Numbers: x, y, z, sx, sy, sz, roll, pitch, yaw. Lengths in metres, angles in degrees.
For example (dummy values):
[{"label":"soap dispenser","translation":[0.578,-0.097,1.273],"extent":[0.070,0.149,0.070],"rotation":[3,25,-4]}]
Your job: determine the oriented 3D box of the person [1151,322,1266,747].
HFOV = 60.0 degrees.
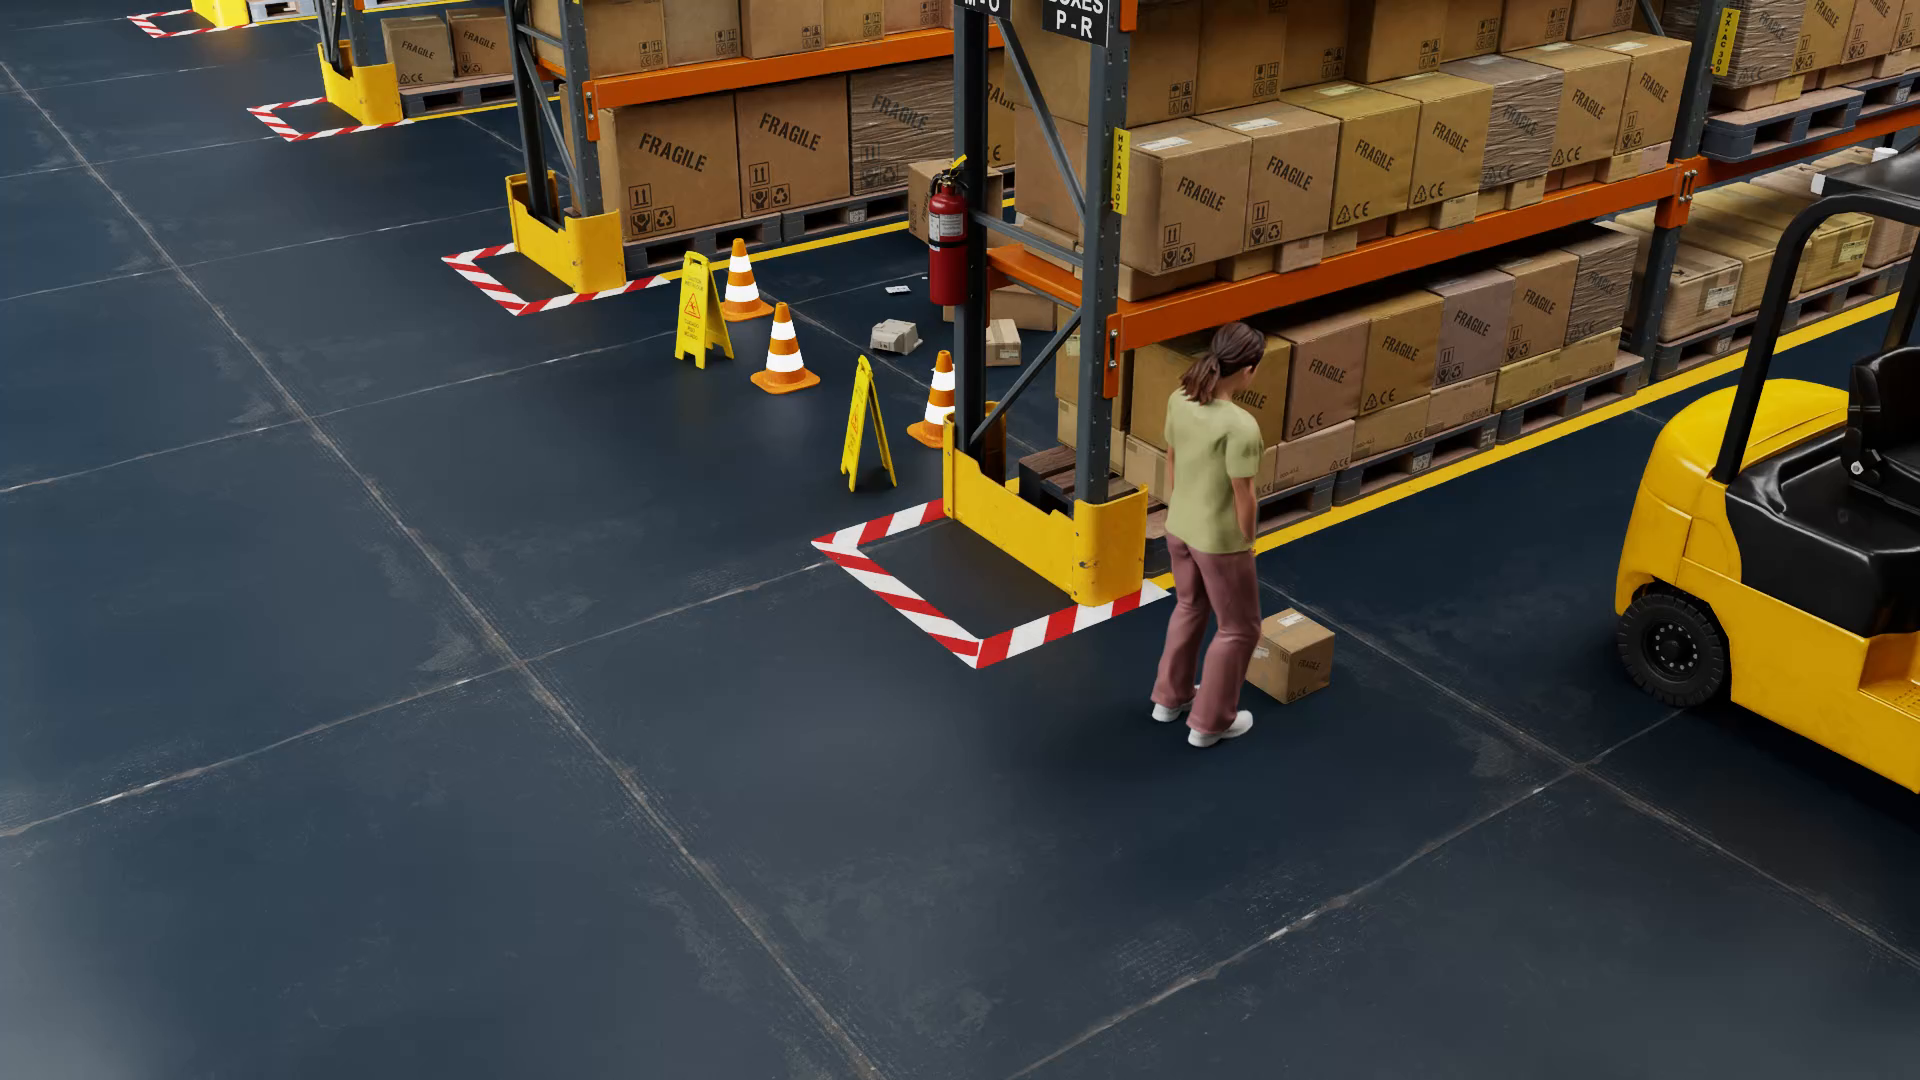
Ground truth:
[{"label":"person","translation":[0.934,-0.006,6.191],"extent":[0.325,1.632,0.458],"rotation":[-18,33,-29]}]
